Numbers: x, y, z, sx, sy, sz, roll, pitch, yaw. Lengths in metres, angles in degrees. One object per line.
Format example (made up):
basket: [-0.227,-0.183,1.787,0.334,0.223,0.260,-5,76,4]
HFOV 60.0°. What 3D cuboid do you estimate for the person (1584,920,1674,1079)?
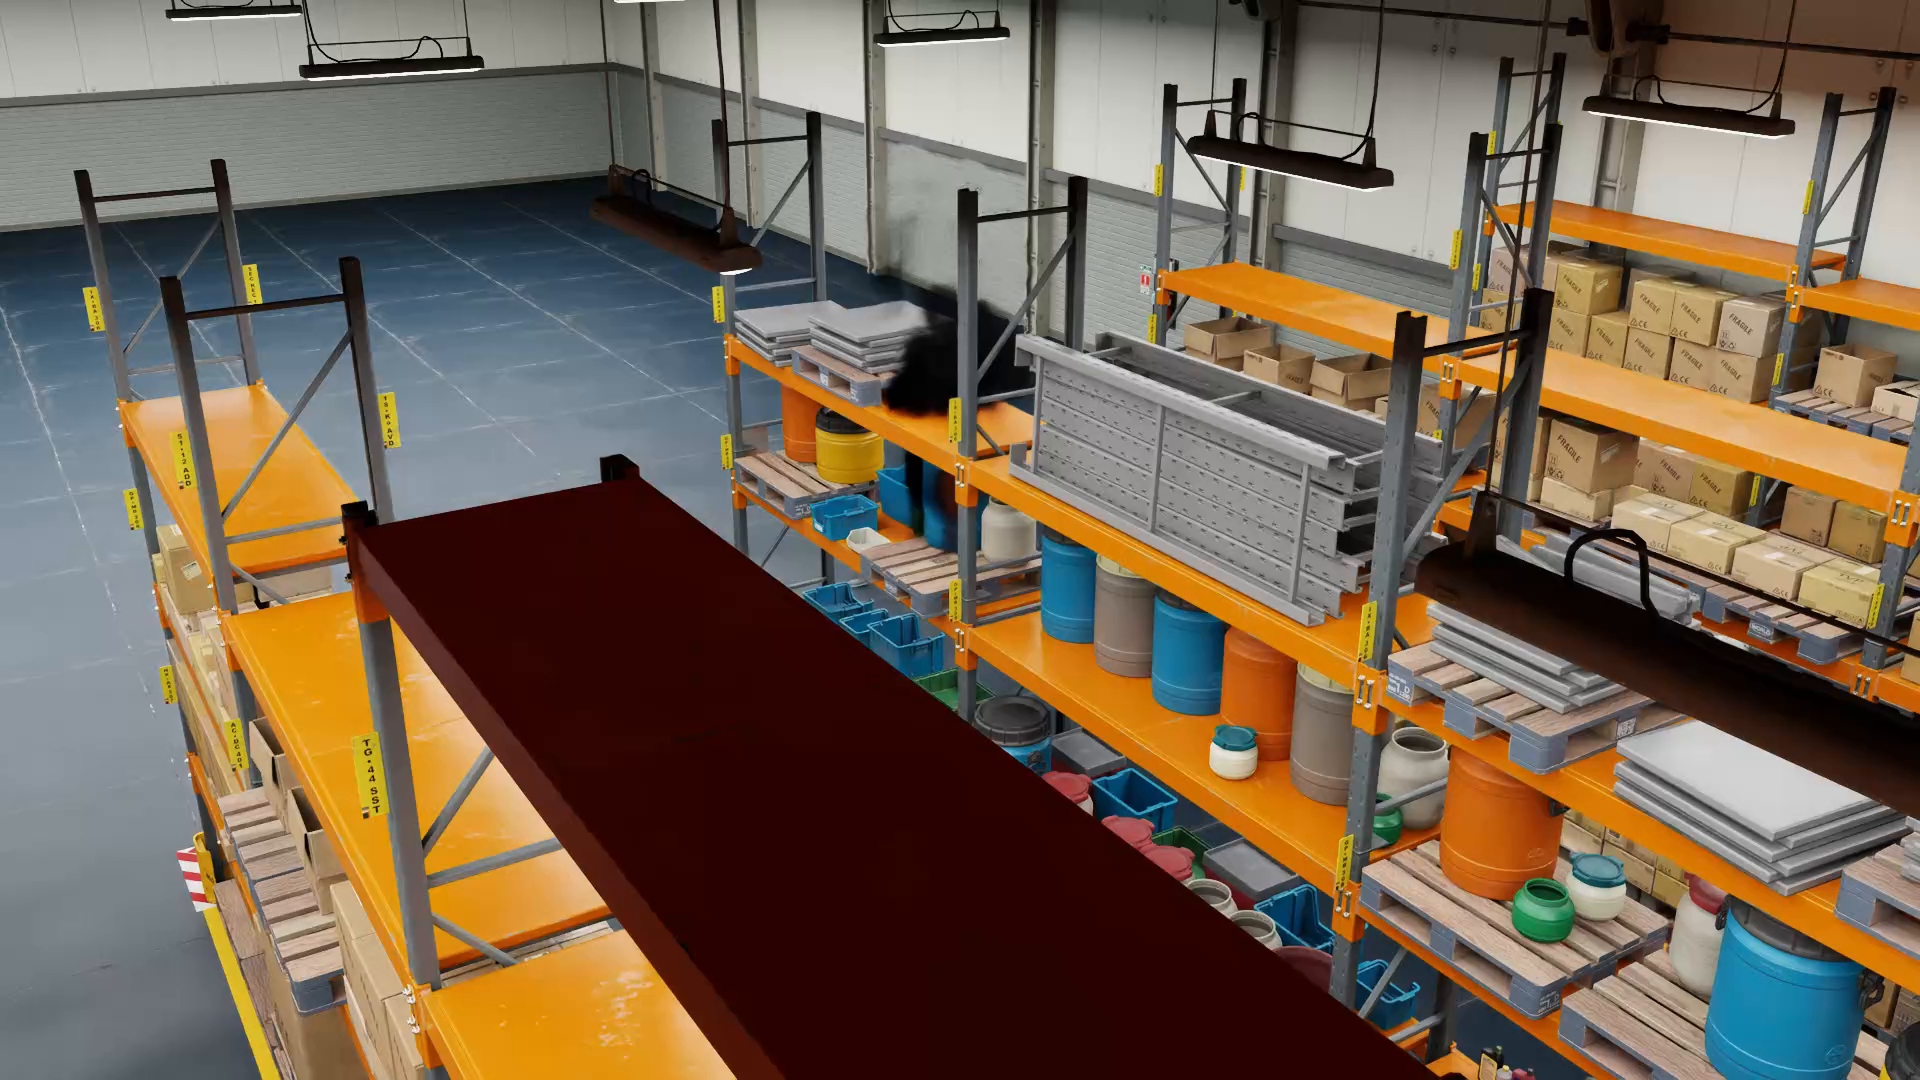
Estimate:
person: [4.657,3.225,11.261,0.544,1.556,0.705,-17,28,-37]

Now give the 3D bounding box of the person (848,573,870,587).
person: [-1.071,-0.236,19.785,0.591,1.667,0.586,-4,22,-10]

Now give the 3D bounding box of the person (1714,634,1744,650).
person: [6.800,1.663,14.890,0.657,1.755,0.760,-13,25,-29]
